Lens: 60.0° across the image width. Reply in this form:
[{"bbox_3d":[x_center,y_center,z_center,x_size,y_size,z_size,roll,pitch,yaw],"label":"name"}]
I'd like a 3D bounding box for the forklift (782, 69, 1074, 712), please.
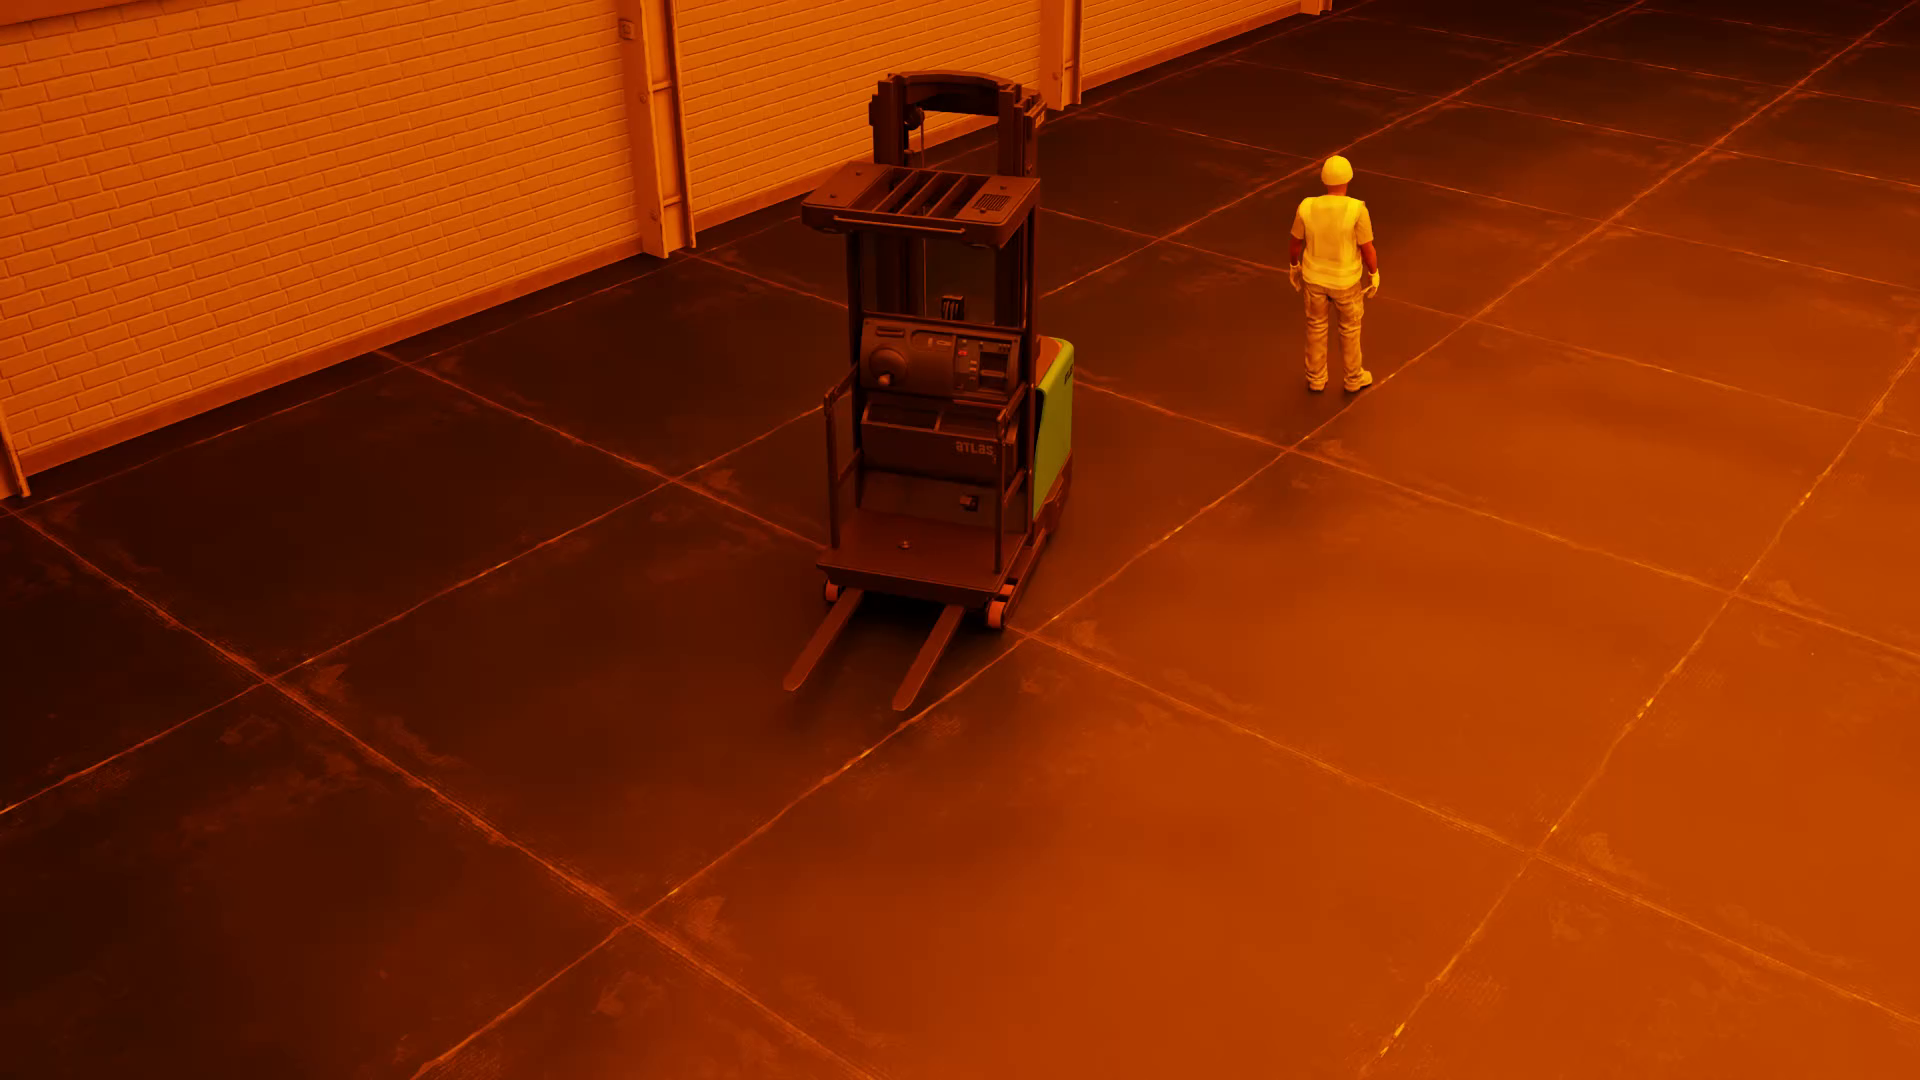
[{"bbox_3d":[-0.176,-0.972,9.258,1.130,2.935,3.031,9,31,14],"label":"forklift"}]

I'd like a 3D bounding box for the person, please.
[{"bbox_3d":[2.717,-1.930,12.022,0.656,1.781,0.577,16,34,25],"label":"person"}]
